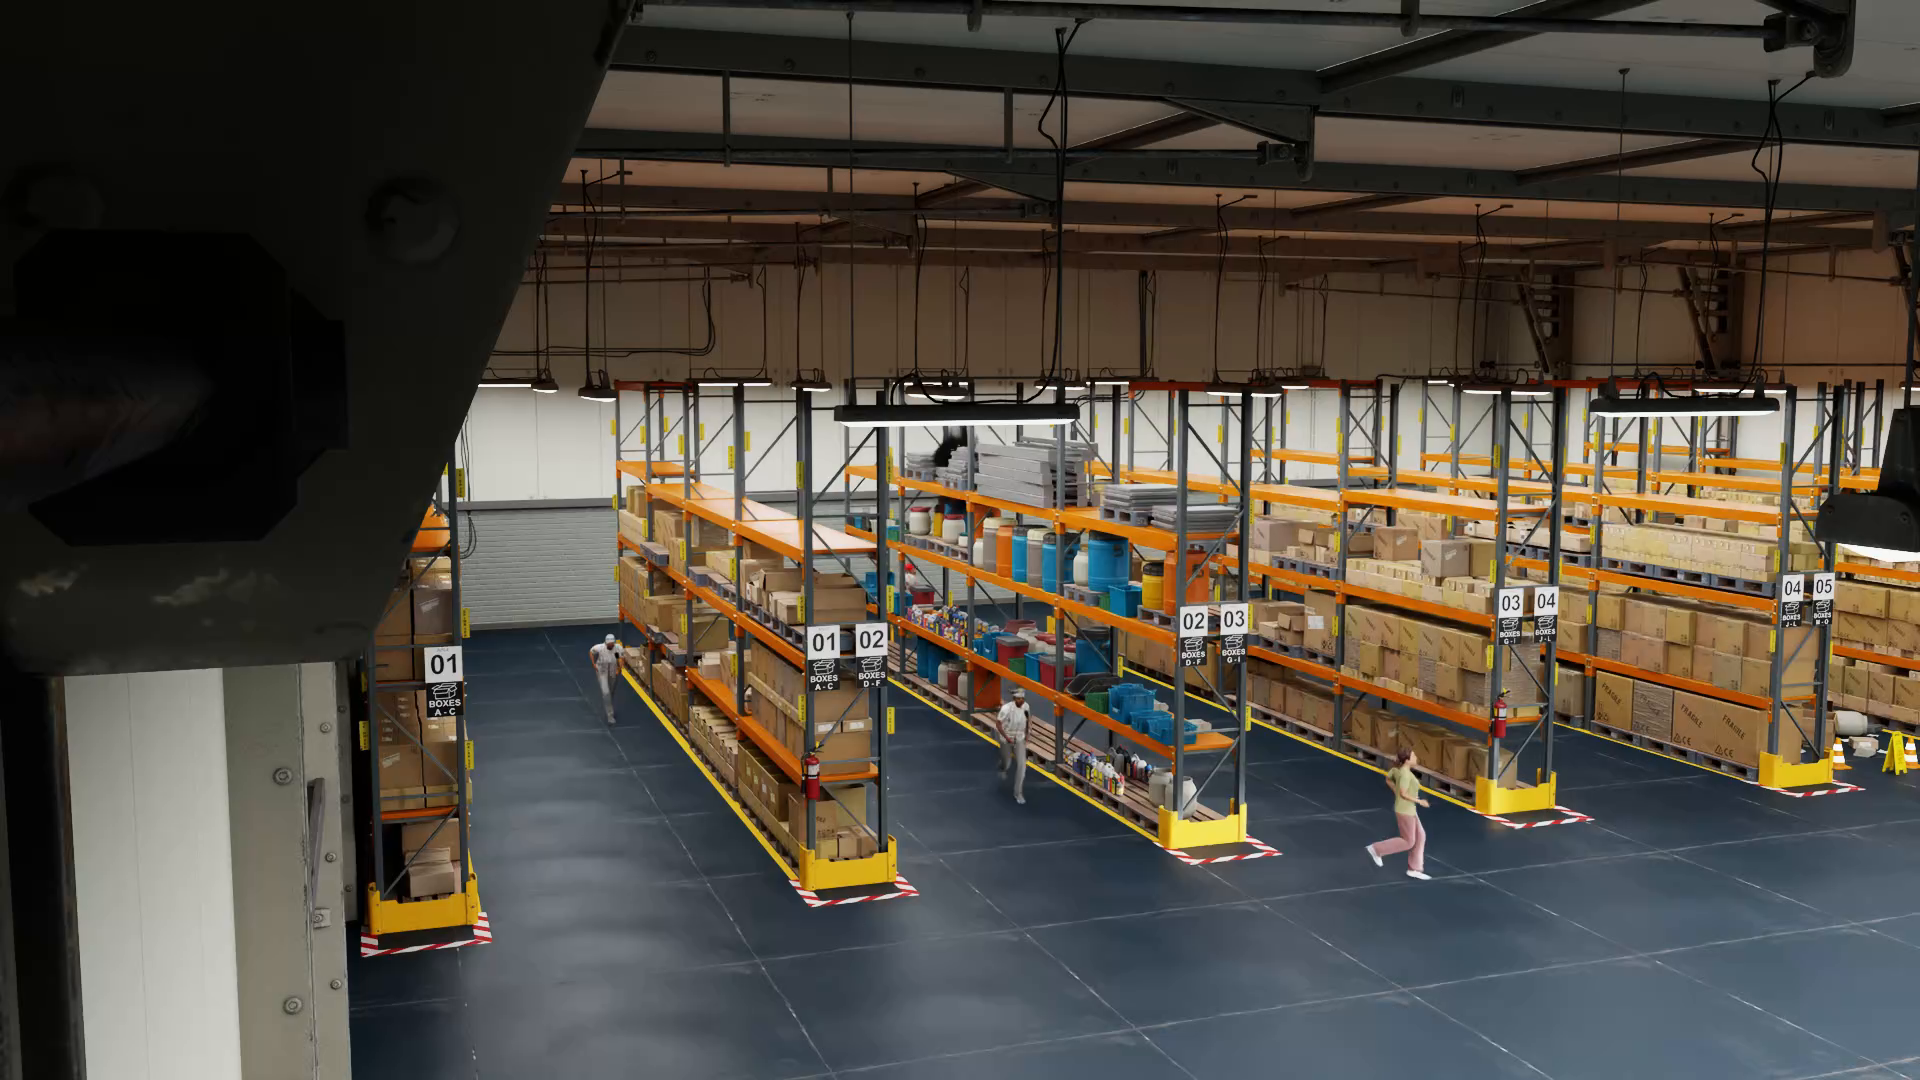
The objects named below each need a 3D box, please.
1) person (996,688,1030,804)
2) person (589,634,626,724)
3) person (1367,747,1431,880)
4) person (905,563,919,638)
[{"bbox_3d":[0.769,2.951,24.398,0.575,1.685,1.006,-2,6,-18],"label":"person"},{"bbox_3d":[-6.291,2.433,29.702,0.641,1.627,1.019,-2,6,-16],"label":"person"},{"bbox_3d":[5.426,3.369,20.511,0.797,1.666,0.589,1,6,6],"label":"person"},{"bbox_3d":[-1.071,1.382,38.538,0.610,1.738,0.673,-1,6,-10],"label":"person"}]
